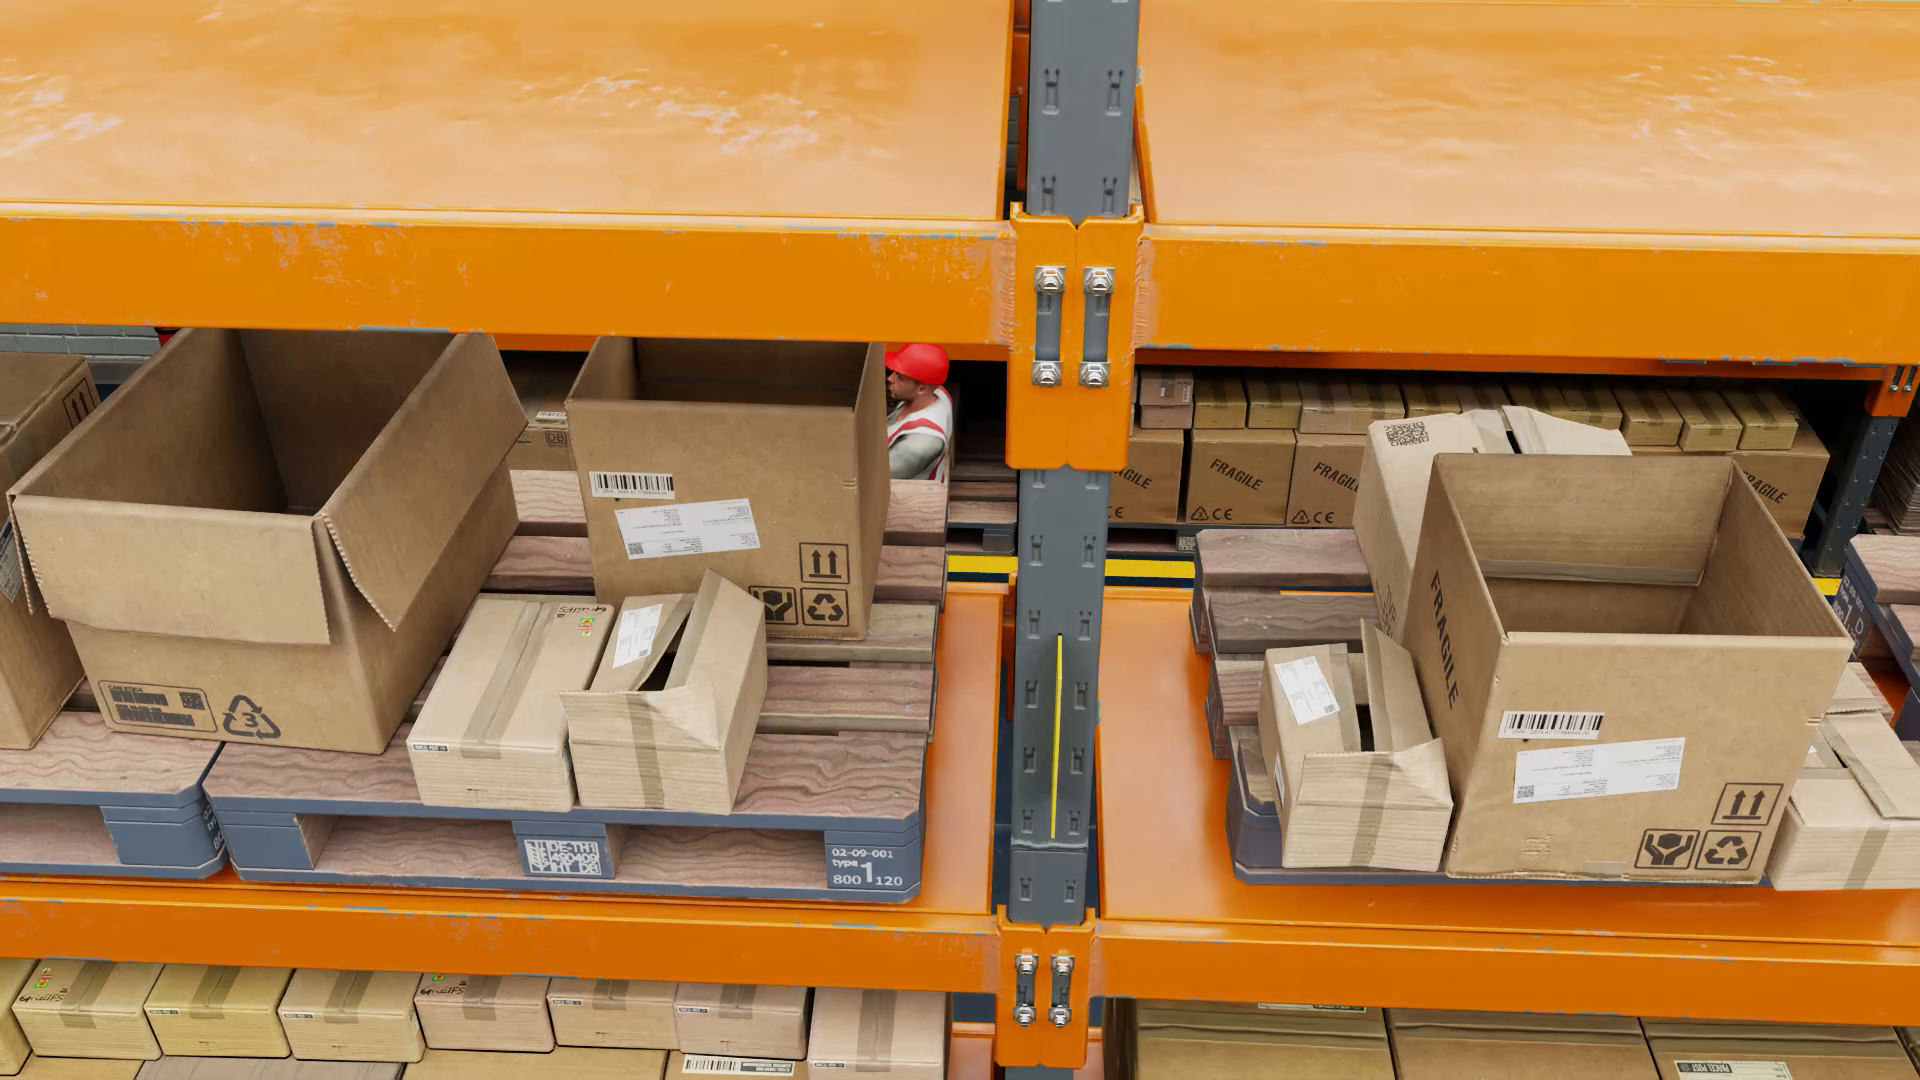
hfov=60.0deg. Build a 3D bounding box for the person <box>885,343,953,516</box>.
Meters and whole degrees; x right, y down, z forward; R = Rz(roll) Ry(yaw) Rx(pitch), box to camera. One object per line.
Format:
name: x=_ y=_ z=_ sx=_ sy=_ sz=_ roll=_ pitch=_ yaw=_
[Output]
person: x=-0.315 y=-0.083 z=7.218 sx=0.559 sy=1.783 sz=0.494 roll=2 pitch=35 yaw=3
